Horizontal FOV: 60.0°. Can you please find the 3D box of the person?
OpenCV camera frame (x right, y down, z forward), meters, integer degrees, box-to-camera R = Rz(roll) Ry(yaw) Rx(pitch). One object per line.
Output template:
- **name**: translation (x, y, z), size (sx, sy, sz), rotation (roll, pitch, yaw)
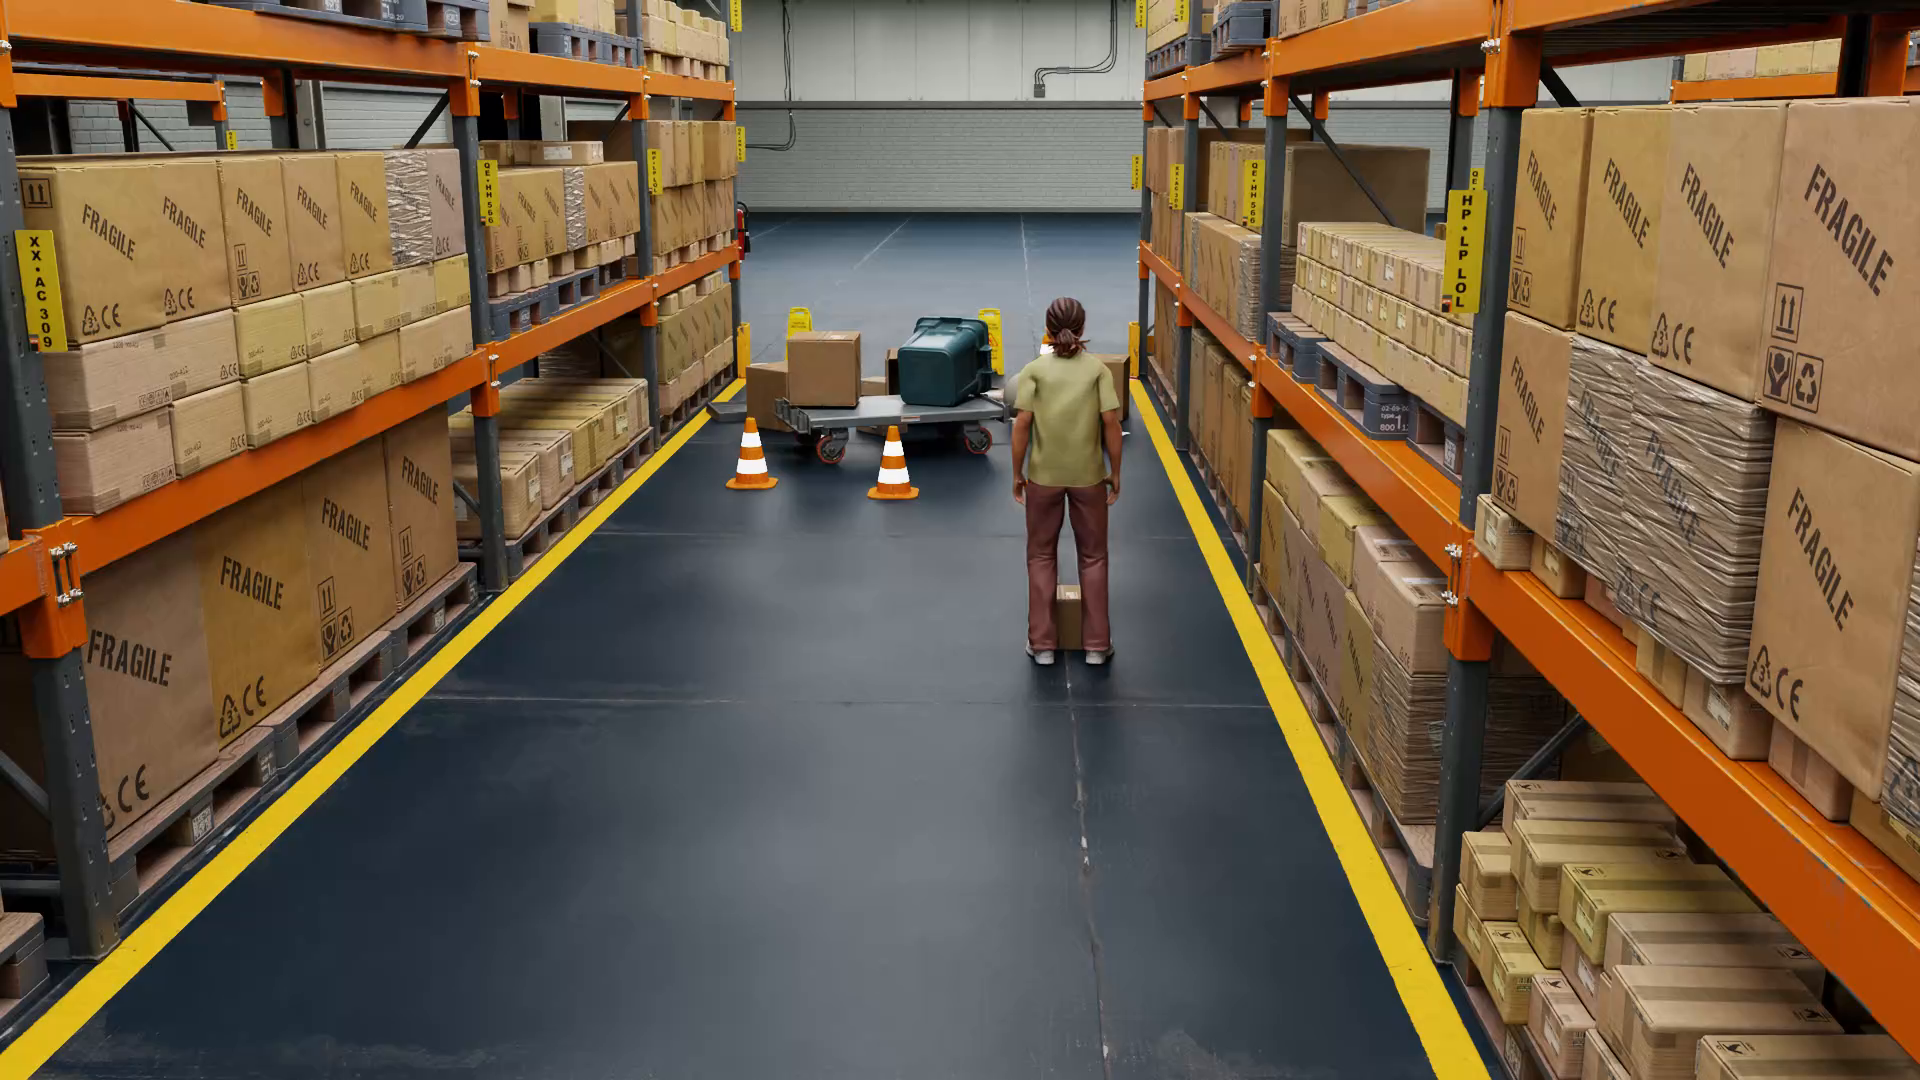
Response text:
- **person**: translation (0.481, -0.262, 7.552), size (0.499, 1.673, 0.357), rotation (0, 14, 2)
